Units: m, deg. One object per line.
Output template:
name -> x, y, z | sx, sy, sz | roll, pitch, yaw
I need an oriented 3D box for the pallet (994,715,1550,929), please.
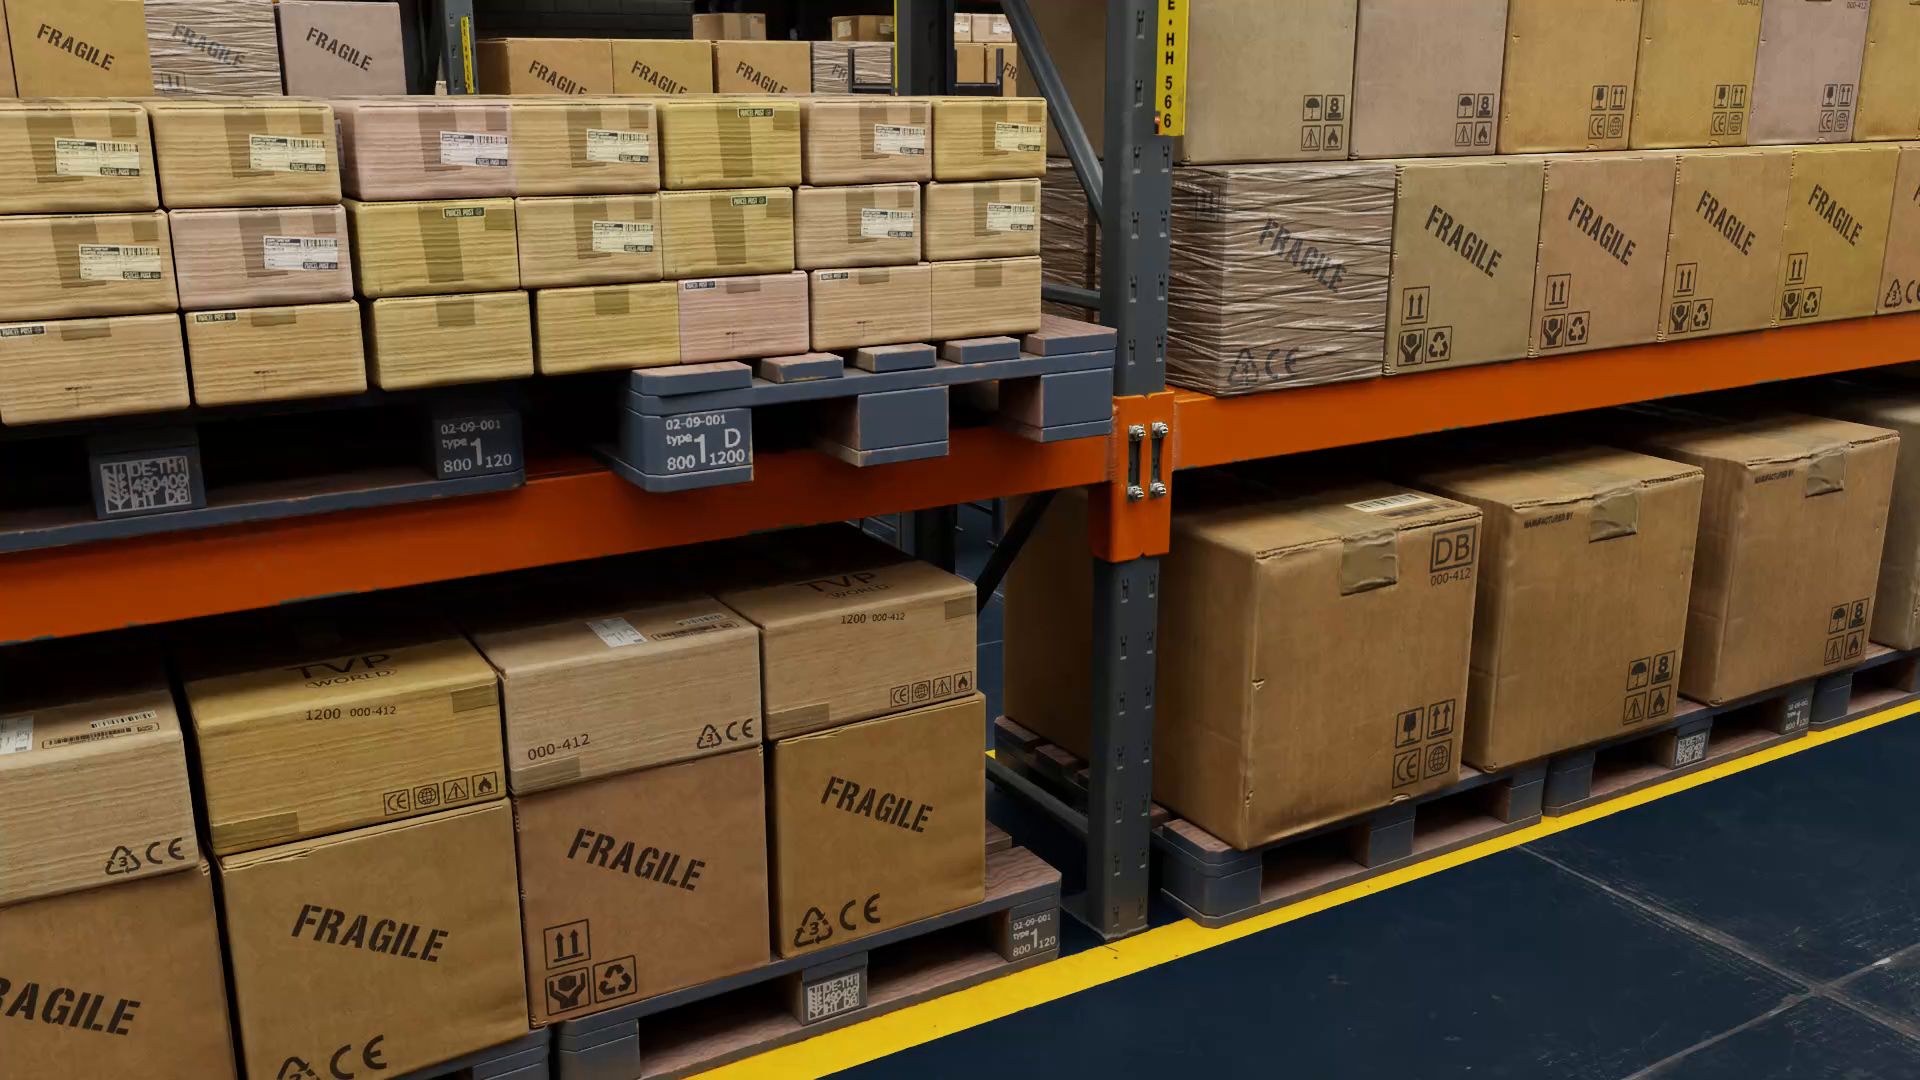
pallet -> 0.860, 0.647, 4.709 | 1.213, 0.211, 1.003 | -9, 18, -30

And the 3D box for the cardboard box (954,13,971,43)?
cardboard box -> -0.148, -2.738, 8.902 | 0.250, 0.149, 0.380 | -10, 19, -32

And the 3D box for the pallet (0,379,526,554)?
pallet -> -1.530, -0.226, 3.015 | 1.213, 0.211, 1.003 | -9, 18, -30

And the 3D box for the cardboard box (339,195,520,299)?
cardboard box -> -0.925, -0.510, 2.809 | 0.250, 0.149, 0.380 | -9, 18, -30

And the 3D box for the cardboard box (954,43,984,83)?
cardboard box -> -0.209, -2.427, 8.997 | 0.500, 0.500, 0.500 | -9, 18, -28

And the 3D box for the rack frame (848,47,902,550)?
rack frame -> -0.351, -0.954, 6.923 | 0.015, 2.100, 0.400 | -9, 18, -30

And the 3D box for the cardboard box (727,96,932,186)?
cardboard box -> -0.255, -0.762, 3.157 | 0.250, 0.149, 0.380 | -9, 18, -30

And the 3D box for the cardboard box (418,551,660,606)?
cardboard box -> -1.005, 0.148, 3.790 | 0.500, 0.250, 0.500 | -9, 18, -30

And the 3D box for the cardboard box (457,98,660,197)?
cardboard box -> -0.707, -0.688, 2.892 | 0.250, 0.149, 0.380 | -9, 18, -28

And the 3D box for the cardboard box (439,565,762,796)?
cardboard box -> -0.733, 0.266, 3.369 | 0.500, 0.250, 0.500 | -9, 18, -29

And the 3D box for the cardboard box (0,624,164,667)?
cardboard box -> -1.882, 0.286, 3.296 | 0.500, 0.250, 0.500 | -10, 19, -32

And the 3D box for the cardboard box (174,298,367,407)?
cardboard box -> -1.143, -0.332, 2.726 | 0.250, 0.149, 0.380 | -9, 18, -28

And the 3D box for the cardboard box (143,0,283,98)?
cardboard box -> -3.235, -2.058, 7.158 | 0.500, 0.500, 0.500 | -9, 18, -29

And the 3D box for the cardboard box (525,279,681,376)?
cardboard box -> -0.690, -0.406, 2.987 | 0.250, 0.149, 0.380 | -9, 18, -30

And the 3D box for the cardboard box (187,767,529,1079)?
cardboard box -> -1.176, 0.699, 3.213 | 0.500, 0.500, 0.500 | -10, 19, -32

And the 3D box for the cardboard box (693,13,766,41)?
cardboard box -> -1.233, -2.733, 8.886 | 0.250, 0.149, 0.380 | -10, 19, -32

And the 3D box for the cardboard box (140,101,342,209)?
cardboard box -> -1.148, -0.617, 2.640 | 0.250, 0.149, 0.380 | -8, 18, -27

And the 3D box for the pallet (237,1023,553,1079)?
pallet -> -1.570, 1.016, 3.393 | 1.213, 0.211, 1.003 | -9, 18, -30

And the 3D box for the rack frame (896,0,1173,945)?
rack frame -> 0.145, -0.603, 4.004 | 0.127, 3.000, 1.000 | -9, 18, -30

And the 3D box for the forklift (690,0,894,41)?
forklift -> -1.018, -2.690, 11.576 | 3.031, 2.935, 1.130 | -9, 18, -30

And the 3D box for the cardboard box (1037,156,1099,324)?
cardboard box -> 0.393, -0.776, 4.436 | 0.500, 0.500, 0.500 | -9, 18, -30

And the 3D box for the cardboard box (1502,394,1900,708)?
cardboard box -> 2.260, -0.038, 5.377 | 0.750, 0.750, 1.050 | -9, 18, -30

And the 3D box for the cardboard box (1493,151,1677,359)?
cardboard box -> 1.536, -0.793, 4.495 | 0.500, 0.500, 0.500 | -9, 18, -30

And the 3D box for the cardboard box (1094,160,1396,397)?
cardboard box -> 0.669, -0.651, 3.990 | 0.500, 0.500, 0.500 | -9, 18, -29

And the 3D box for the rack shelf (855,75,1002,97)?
rack shelf -> -0.142, -1.649, 6.859 | 0.480, 0.518, 0.431 | -9, 18, -30

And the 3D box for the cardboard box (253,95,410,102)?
cardboard box -> -1.250, -0.806, 3.312 | 0.250, 0.149, 0.380 | -8, 18, -27

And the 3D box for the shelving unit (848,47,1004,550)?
shelving unit -> -0.142, -0.988, 7.044 | 0.503, 2.100, 0.431 | -9, 18, -30

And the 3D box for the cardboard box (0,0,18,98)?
cardboard box -> -4.101, -1.922, 6.672 | 0.500, 0.500, 0.500 | -10, 18, -31

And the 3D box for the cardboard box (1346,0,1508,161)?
cardboard box -> 0.968, -1.263, 4.322 | 0.500, 0.500, 0.700 | -10, 18, -31

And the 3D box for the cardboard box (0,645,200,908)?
cardboard box -> -1.619, 0.407, 2.864 | 0.500, 0.250, 0.500 | -8, 18, -28

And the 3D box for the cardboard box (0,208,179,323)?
cardboard box -> -1.369, -0.438, 2.551 | 0.250, 0.149, 0.380 | -10, 18, -31

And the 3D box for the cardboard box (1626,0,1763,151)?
cardboard box -> 1.845, -1.406, 4.832 | 0.500, 0.500, 0.700 | -9, 18, -30

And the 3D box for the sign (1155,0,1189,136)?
sign -> 0.433, -0.998, 3.415 | 0.005, 0.325, 0.100 | -9, 18, -30

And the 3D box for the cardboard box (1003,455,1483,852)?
cardboard box -> 0.714, 0.214, 4.479 | 0.750, 0.750, 1.050 | -9, 18, -30

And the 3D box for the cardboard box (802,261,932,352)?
cardboard box -> -0.254, -0.475, 3.236 | 0.250, 0.149, 0.380 | -9, 18, -30

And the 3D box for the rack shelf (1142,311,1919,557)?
rack shelf -> 1.860, -0.535, 5.093 | 4.000, 0.370, 1.077 | -9, 18, -30

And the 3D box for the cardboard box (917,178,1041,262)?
cardboard box -> -0.044, -0.654, 3.320 | 0.250, 0.149, 0.380 | -9, 18, -29

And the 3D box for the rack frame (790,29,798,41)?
rack frame -> -1.621, -3.438, 14.118 | 0.127, 3.000, 1.000 | -9, 18, -30

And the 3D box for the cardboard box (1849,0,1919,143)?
cardboard box -> 2.712, -1.546, 5.331 | 0.500, 0.500, 0.700 | -10, 18, -31

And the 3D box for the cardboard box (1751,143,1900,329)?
cardboard box -> 2.398, -0.932, 4.994 | 0.500, 0.500, 0.500 | -9, 18, -29

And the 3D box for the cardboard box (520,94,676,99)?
cardboard box -> -0.792, -0.880, 3.578 | 0.250, 0.149, 0.380 | -9, 18, -30

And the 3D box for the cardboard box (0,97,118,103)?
cardboard box -> -1.692, -0.735, 3.058 | 0.250, 0.149, 0.380 | -10, 18, -30

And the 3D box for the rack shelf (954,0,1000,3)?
rack shelf -> 0.093, -4.814, 14.802 | 4.000, 0.370, 1.077 | -9, 18, -30

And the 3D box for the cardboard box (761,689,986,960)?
cardboard box -> -0.284, 0.550, 3.743 | 0.500, 0.500, 0.500 | -9, 18, -30

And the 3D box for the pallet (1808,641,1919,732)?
pallet -> 2.952, 0.308, 5.919 | 1.213, 0.211, 1.003 | -9, 18, -30

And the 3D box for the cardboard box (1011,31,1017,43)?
cardboard box -> 0.353, -3.013, 9.884 | 0.250, 0.149, 0.380 | -9, 18, -30

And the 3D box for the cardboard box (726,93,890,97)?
cardboard box -> -0.354, -0.951, 3.830 | 0.250, 0.149, 0.380 | -9, 18, -30

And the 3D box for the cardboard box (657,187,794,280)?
cardboard box -> -0.496, -0.579, 3.054 | 0.250, 0.149, 0.380 | -9, 18, -28

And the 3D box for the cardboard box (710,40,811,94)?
cardboard box -> -1.091, -2.286, 8.495 | 0.500, 0.500, 0.500 | -9, 18, -29

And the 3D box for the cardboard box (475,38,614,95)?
cardboard box -> -1.986, -2.137, 7.961 | 0.500, 0.500, 0.500 | -10, 18, -31
